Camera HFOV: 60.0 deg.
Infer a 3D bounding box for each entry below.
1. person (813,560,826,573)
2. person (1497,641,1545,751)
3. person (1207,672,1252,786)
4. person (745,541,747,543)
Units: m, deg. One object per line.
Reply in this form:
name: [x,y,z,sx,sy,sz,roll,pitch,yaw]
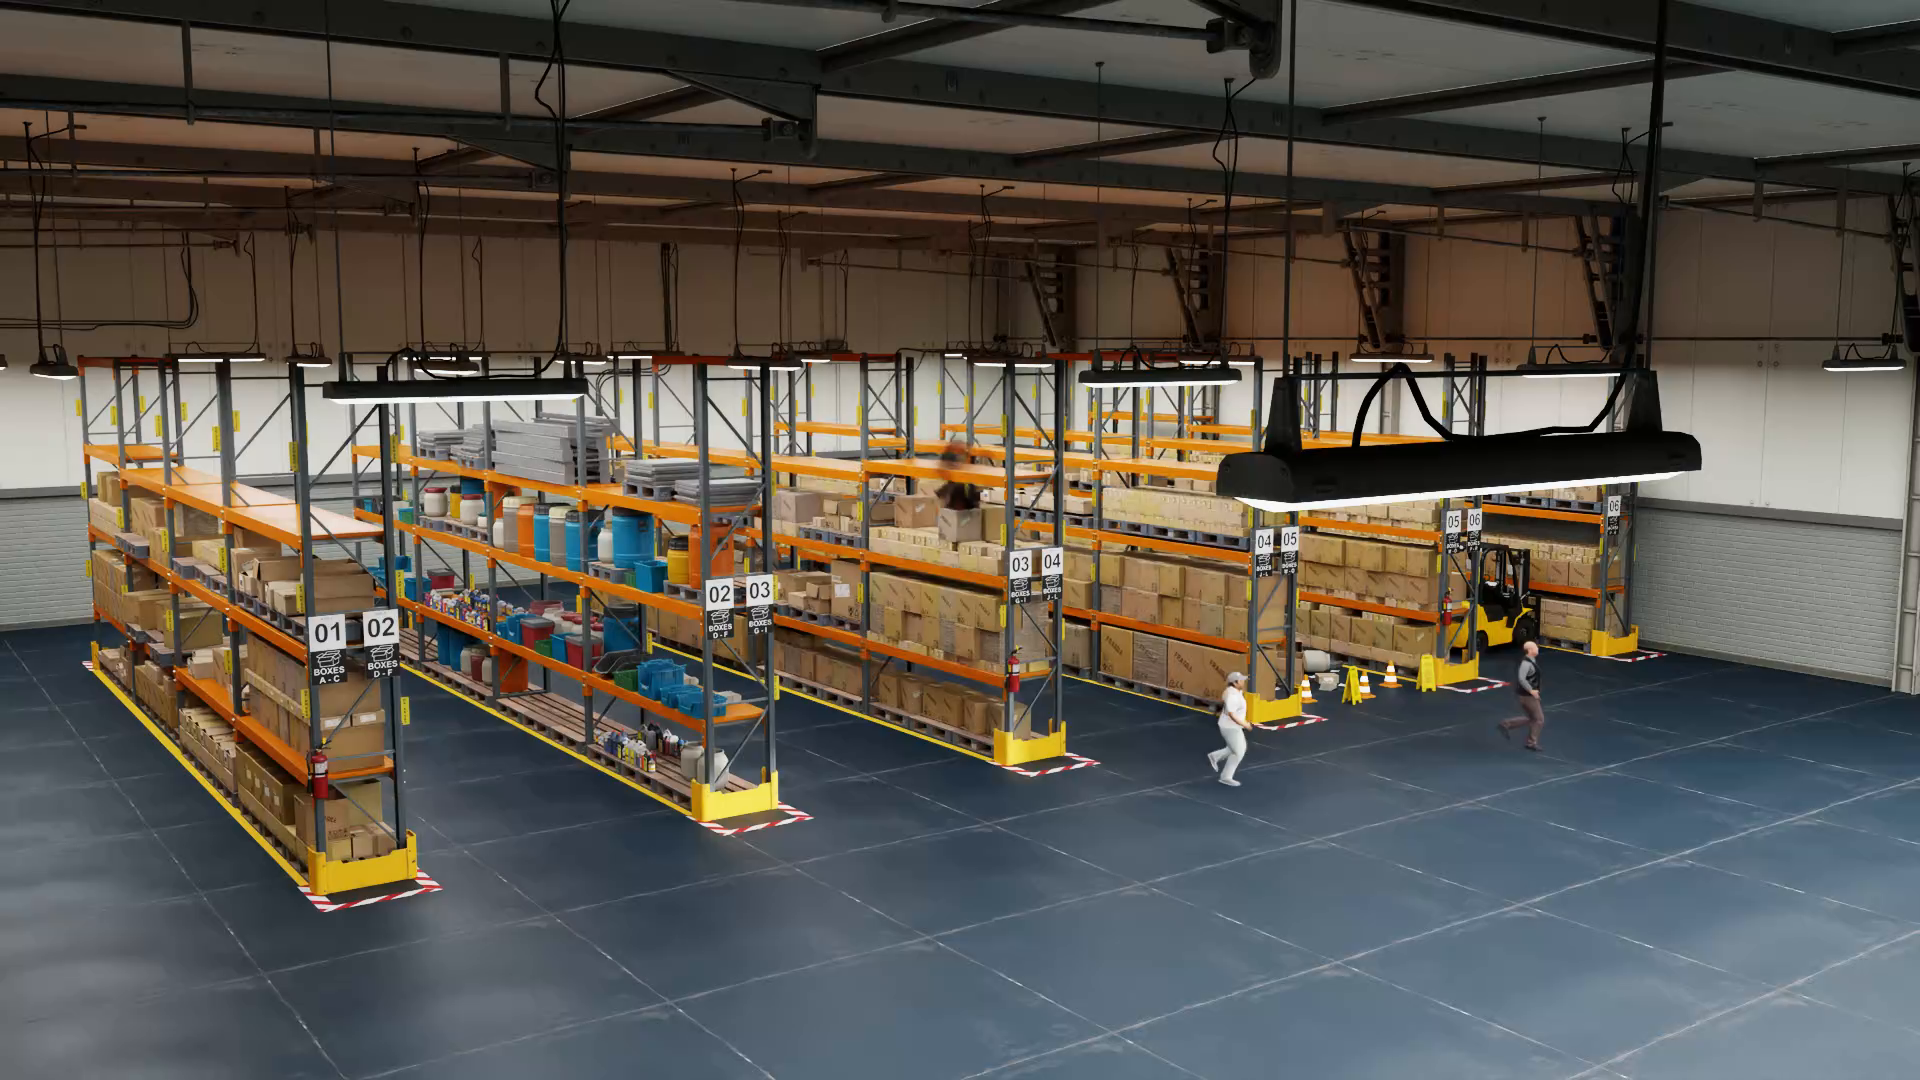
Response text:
person: [-3.576,0.382,42.179,0.624,1.743,0.730,5,9,36]
person: [8.694,2.395,25.681,0.713,1.692,0.681,2,7,16]
person: [3.850,2.674,23.673,0.600,1.637,0.606,1,7,7]
person: [-5.074,0.815,39.061,0.653,1.642,0.652,-3,8,-26]
